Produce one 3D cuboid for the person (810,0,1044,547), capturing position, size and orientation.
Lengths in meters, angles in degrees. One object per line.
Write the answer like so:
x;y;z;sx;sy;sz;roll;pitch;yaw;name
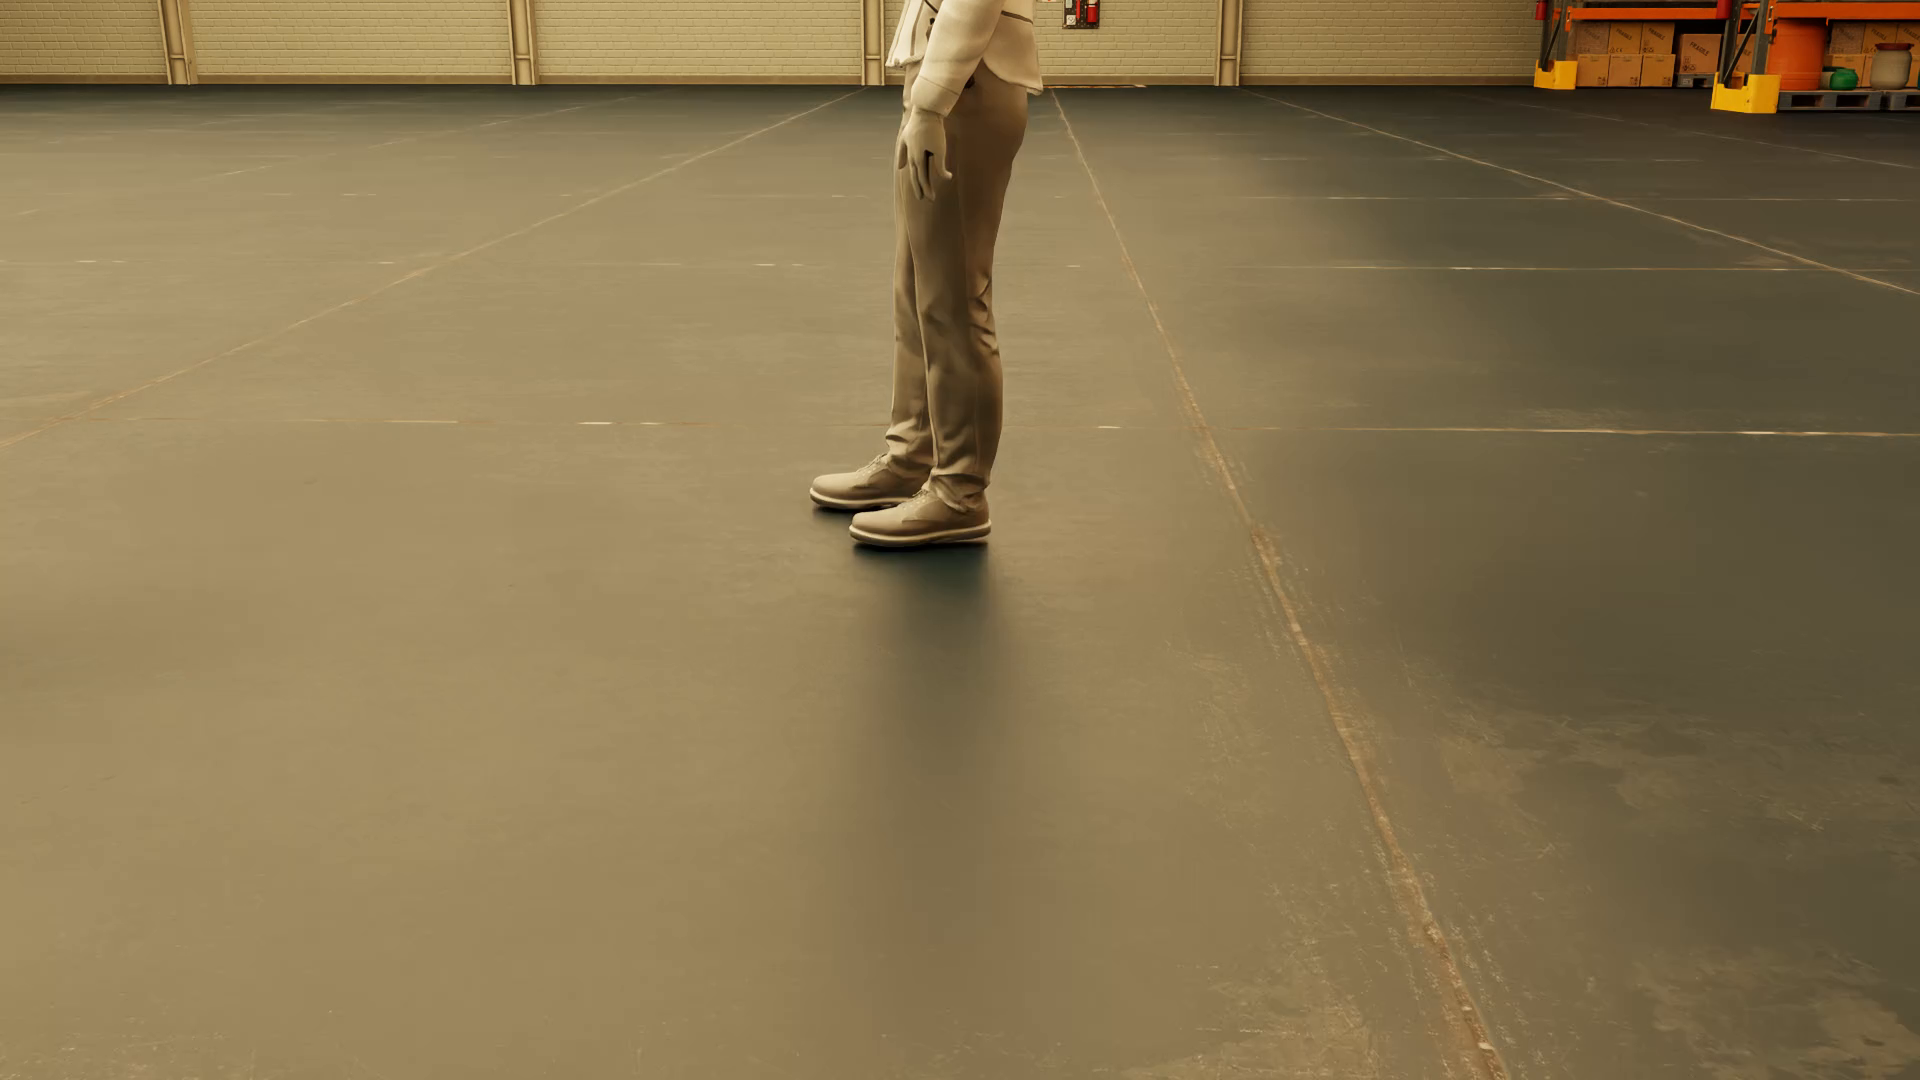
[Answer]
-0.068;-0.819;3.127;0.531;1.695;0.588;1;17;2;person
